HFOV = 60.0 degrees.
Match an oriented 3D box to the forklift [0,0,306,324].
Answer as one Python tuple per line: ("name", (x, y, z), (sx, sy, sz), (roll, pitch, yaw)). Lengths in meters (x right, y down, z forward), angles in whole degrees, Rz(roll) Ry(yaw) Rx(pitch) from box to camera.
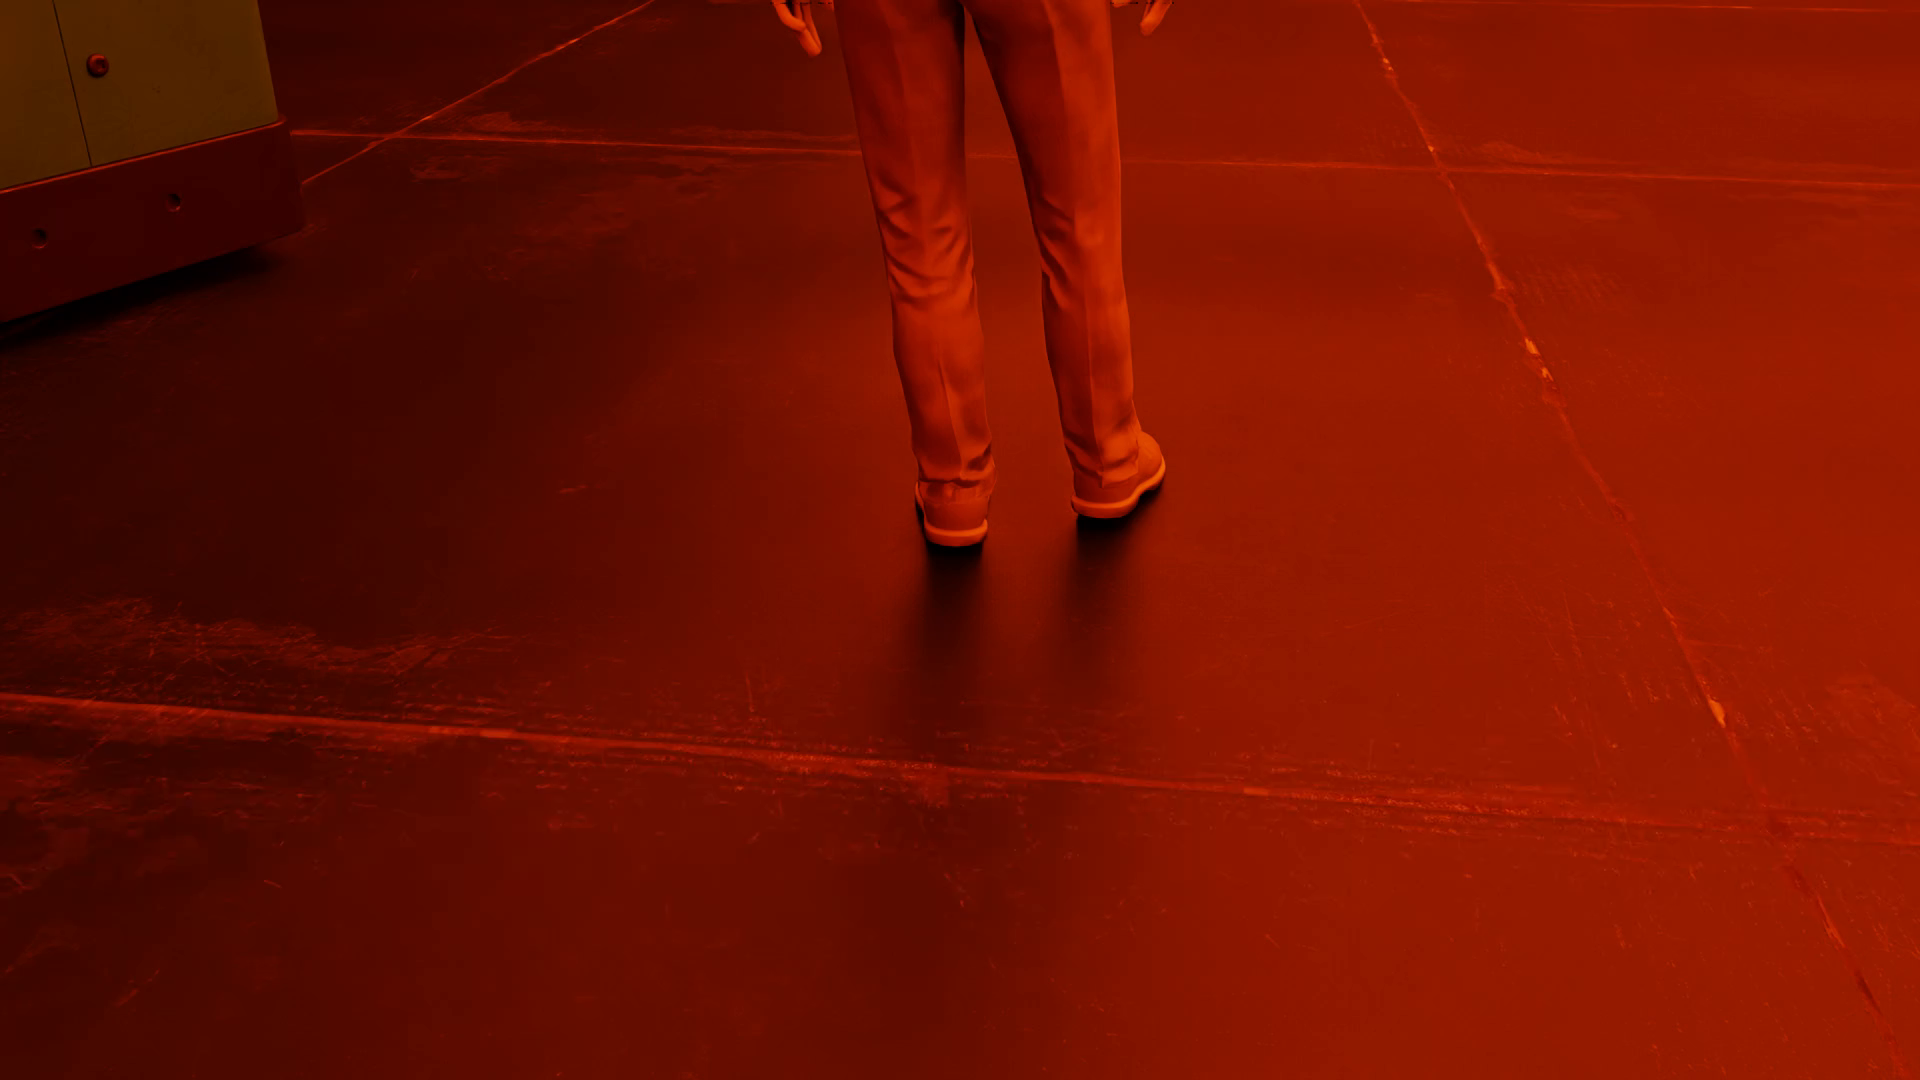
("forklift", (-3.019, -2.089, 3.404), (3.031, 2.935, 1.130), (14, 30, 26))

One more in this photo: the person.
("person", (0.015, -0.794, 2.177), (0.587, 1.696, 0.534), (3, 27, 7))
